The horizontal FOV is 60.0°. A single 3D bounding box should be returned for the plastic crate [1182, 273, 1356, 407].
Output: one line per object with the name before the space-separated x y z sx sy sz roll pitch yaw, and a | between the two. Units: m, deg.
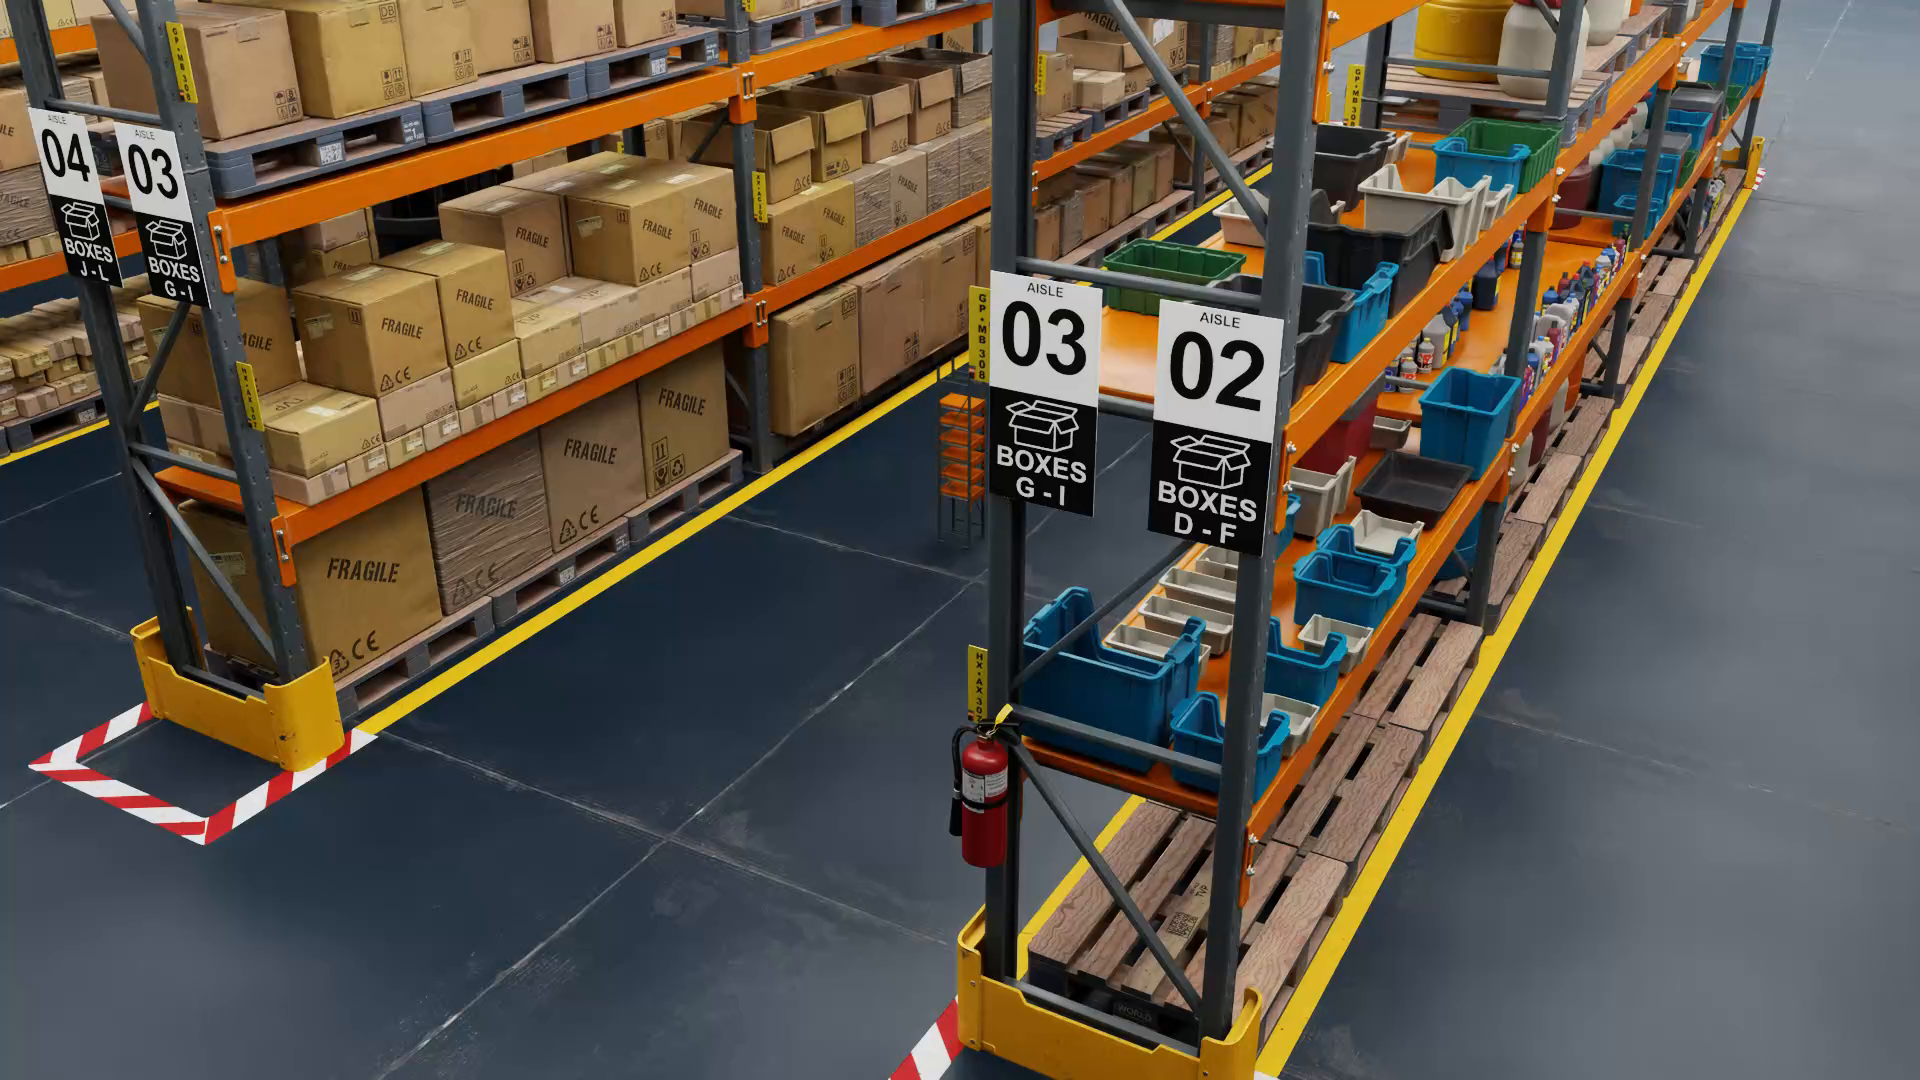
plastic crate | 0.993 -0.643 5.479 0.497 0.269 0.590 14 30 26

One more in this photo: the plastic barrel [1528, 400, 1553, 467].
plastic barrel | 3.715 -0.864 11.350 0.600 0.588 0.708 14 30 26

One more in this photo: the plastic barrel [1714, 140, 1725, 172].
plastic barrel | 8.175 -4.309 18.317 0.421 0.512 0.421 0 27 0

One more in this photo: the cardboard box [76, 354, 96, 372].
cardboard box | -6.635 -1.410 12.598 0.380 0.149 0.250 13 29 24

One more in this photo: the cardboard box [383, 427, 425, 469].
cardboard box | -3.038 -0.516 8.710 0.380 0.149 0.250 13 30 25

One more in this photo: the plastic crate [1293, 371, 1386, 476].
plastic crate | 1.871 -0.593 8.445 0.402 0.464 0.583 14 30 26

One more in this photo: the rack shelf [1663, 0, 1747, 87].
rack shelf | 5.481 -4.188 13.219 1.077 0.370 4.000 14 30 26

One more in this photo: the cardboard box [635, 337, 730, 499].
cardboard box | -2.177 -0.919 11.140 0.875 0.875 0.875 14 30 26

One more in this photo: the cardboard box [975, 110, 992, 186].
cardboard box | 0.158 -3.278 13.835 0.500 0.500 0.500 15 30 28

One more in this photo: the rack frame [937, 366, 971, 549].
rack frame | -0.038 -0.507 10.421 0.240 1.200 0.006 14 30 26

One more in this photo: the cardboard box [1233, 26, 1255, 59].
cardboard box | 2.704 -5.565 18.073 0.875 0.500 0.500 14 30 26

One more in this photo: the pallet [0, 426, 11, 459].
pallet | -7.552 -0.585 11.683 1.003 0.211 1.213 14 30 26

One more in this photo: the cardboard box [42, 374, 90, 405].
cardboard box | -6.734 -1.146 12.405 0.380 0.149 0.250 14 30 26

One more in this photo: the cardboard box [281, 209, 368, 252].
cardboard box | -5.458 -2.688 14.254 0.500 0.250 0.500 13 29 24

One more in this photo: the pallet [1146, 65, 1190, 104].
pallet | 1.650 -4.687 16.977 1.003 0.211 1.213 14 30 26

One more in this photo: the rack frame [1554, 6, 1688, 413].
rack frame | 4.497 -2.389 12.172 1.000 3.000 0.127 14 30 26

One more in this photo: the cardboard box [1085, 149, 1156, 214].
cardboard box | 1.581 -3.701 17.094 0.700 0.500 0.500 14 30 26

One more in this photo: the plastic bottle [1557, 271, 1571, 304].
plastic bottle | 3.891 -1.600 10.725 0.061 0.283 0.133 14 30 26

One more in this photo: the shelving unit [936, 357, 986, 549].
shelving unit | 0.007 -0.542 10.493 0.258 1.200 0.189 14 30 26

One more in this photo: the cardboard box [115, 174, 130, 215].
cardboard box | -6.300 -2.778 12.504 0.500 0.500 0.500 13 30 25

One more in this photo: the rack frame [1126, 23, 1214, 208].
rack frame | 2.152 -5.039 17.465 1.000 3.000 0.127 14 30 26

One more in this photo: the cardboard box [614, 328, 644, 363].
cardboard box | -2.154 -1.217 10.110 0.380 0.149 0.250 15 30 27

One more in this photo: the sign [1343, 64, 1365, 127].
sign | 2.051 -2.298 8.628 0.100 0.325 0.005 14 30 26

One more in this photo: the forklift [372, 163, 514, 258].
forklift | -4.051 -2.822 13.112 1.130 2.935 3.031 -5 27 -9

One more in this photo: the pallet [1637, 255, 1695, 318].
pallet | 6.112 -2.387 15.282 1.003 0.211 1.213 14 30 26

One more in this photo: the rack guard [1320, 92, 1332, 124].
rack guard | 4.083 -5.450 21.079 1.175 0.500 0.348 14 30 26

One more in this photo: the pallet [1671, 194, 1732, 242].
pallet | 7.430 -3.431 17.368 1.003 0.211 1.213 14 30 26

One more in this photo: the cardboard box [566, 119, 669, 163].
cardboard box | -3.706 -4.011 17.455 1.050 0.750 0.750 14 30 25

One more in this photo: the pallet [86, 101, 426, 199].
pallet | -3.395 -1.955 8.053 1.003 0.211 1.213 14 30 26

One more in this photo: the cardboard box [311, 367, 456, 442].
cardboard box | -3.030 -0.760 8.752 0.500 0.250 0.500 14 30 25

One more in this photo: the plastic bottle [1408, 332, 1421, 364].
plastic bottle | 2.621 -1.142 9.819 0.152 0.276 0.135 14 30 26

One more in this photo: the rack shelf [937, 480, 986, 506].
rack shelf | 0.007 -0.288 10.620 0.258 0.103 0.180 14 30 26

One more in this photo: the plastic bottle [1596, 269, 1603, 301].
plastic bottle | 4.196 -1.690 10.998 0.097 0.201 0.097 0 27 0

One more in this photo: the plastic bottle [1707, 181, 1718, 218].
plastic bottle | 7.525 -3.423 16.704 0.144 0.351 0.185 14 30 26

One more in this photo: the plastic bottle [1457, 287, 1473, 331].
plastic bottle | 3.167 -1.459 10.458 0.097 0.271 0.097 0 27 0

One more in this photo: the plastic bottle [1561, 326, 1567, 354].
plastic bottle | 3.625 -1.238 10.094 0.097 0.201 0.097 0 27 0

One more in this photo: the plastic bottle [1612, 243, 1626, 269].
plastic bottle | 4.597 -2.008 11.632 0.097 0.201 0.097 0 27 0

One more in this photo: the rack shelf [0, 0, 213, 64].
rack shelf | -7.036 -3.293 11.430 1.077 0.370 4.000 14 30 26

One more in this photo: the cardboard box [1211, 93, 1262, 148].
cardboard box | 3.210 -4.948 19.606 0.500 0.500 0.500 17 31 31

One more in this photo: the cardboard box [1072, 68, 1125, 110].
cardboard box | 1.209 -4.203 15.494 0.500 0.250 0.500 13 30 25

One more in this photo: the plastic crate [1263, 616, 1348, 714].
plastic crate | 1.293 0.496 6.528 0.416 0.233 0.300 14 30 26

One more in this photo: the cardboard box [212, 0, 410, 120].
cardboard box | -3.160 -2.388 8.126 0.700 0.500 0.500 13 29 24

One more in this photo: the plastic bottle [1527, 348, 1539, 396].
plastic bottle | 3.235 -0.961 9.462 0.097 0.271 0.097 0 27 0

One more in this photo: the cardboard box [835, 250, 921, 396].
cardboard box | -1.047 -1.761 12.821 1.225 0.875 0.875 13 29 24

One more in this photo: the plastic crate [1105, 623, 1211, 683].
plastic crate | 0.805 0.462 6.704 0.396 0.136 0.243 14 30 26

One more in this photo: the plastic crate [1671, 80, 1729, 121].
plastic crate | 6.833 -4.096 15.652 0.767 0.338 0.504 14 30 26

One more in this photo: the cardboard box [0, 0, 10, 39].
cardboard box | -6.808 -3.493 11.194 0.500 0.250 0.500 14 30 26

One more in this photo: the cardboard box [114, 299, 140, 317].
cardboard box | -6.403 -1.745 12.936 0.380 0.149 0.250 15 30 28

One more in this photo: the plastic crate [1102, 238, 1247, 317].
plastic crate | 0.798 -0.965 6.213 0.450 0.188 0.336 14 30 26

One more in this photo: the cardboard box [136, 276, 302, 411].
cardboard box | -3.740 -1.011 8.417 0.500 0.500 0.500 15 30 27

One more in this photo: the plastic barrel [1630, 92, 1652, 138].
plastic barrel | 5.803 -3.684 14.607 0.433 0.535 0.433 0 27 0

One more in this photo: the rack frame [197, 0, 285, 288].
rack frame | -6.052 -3.053 13.497 1.000 3.000 0.127 14 30 26

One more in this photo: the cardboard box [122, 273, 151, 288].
cardboard box | -6.589 -2.049 13.543 0.380 0.149 0.250 16 31 29

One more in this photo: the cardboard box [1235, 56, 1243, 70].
cardboard box | 2.868 -5.242 18.151 0.380 0.149 0.250 14 30 26

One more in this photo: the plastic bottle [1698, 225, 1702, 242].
plastic bottle | 7.053 -2.961 15.948 0.097 0.201 0.097 0 27 0

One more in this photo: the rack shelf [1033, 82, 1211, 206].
rack shelf | 1.168 -3.938 16.069 1.077 0.370 4.000 14 30 26

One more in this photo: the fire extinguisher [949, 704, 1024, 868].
fire extinguisher | 0.091 0.889 6.127 0.296 0.674 0.183 14 30 26

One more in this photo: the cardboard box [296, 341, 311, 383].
cardboard box | -3.493 -0.873 8.978 0.500 0.250 0.500 14 30 25

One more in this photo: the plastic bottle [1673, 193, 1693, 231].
plastic bottle | 7.097 -3.215 16.290 0.144 0.351 0.185 14 30 26
